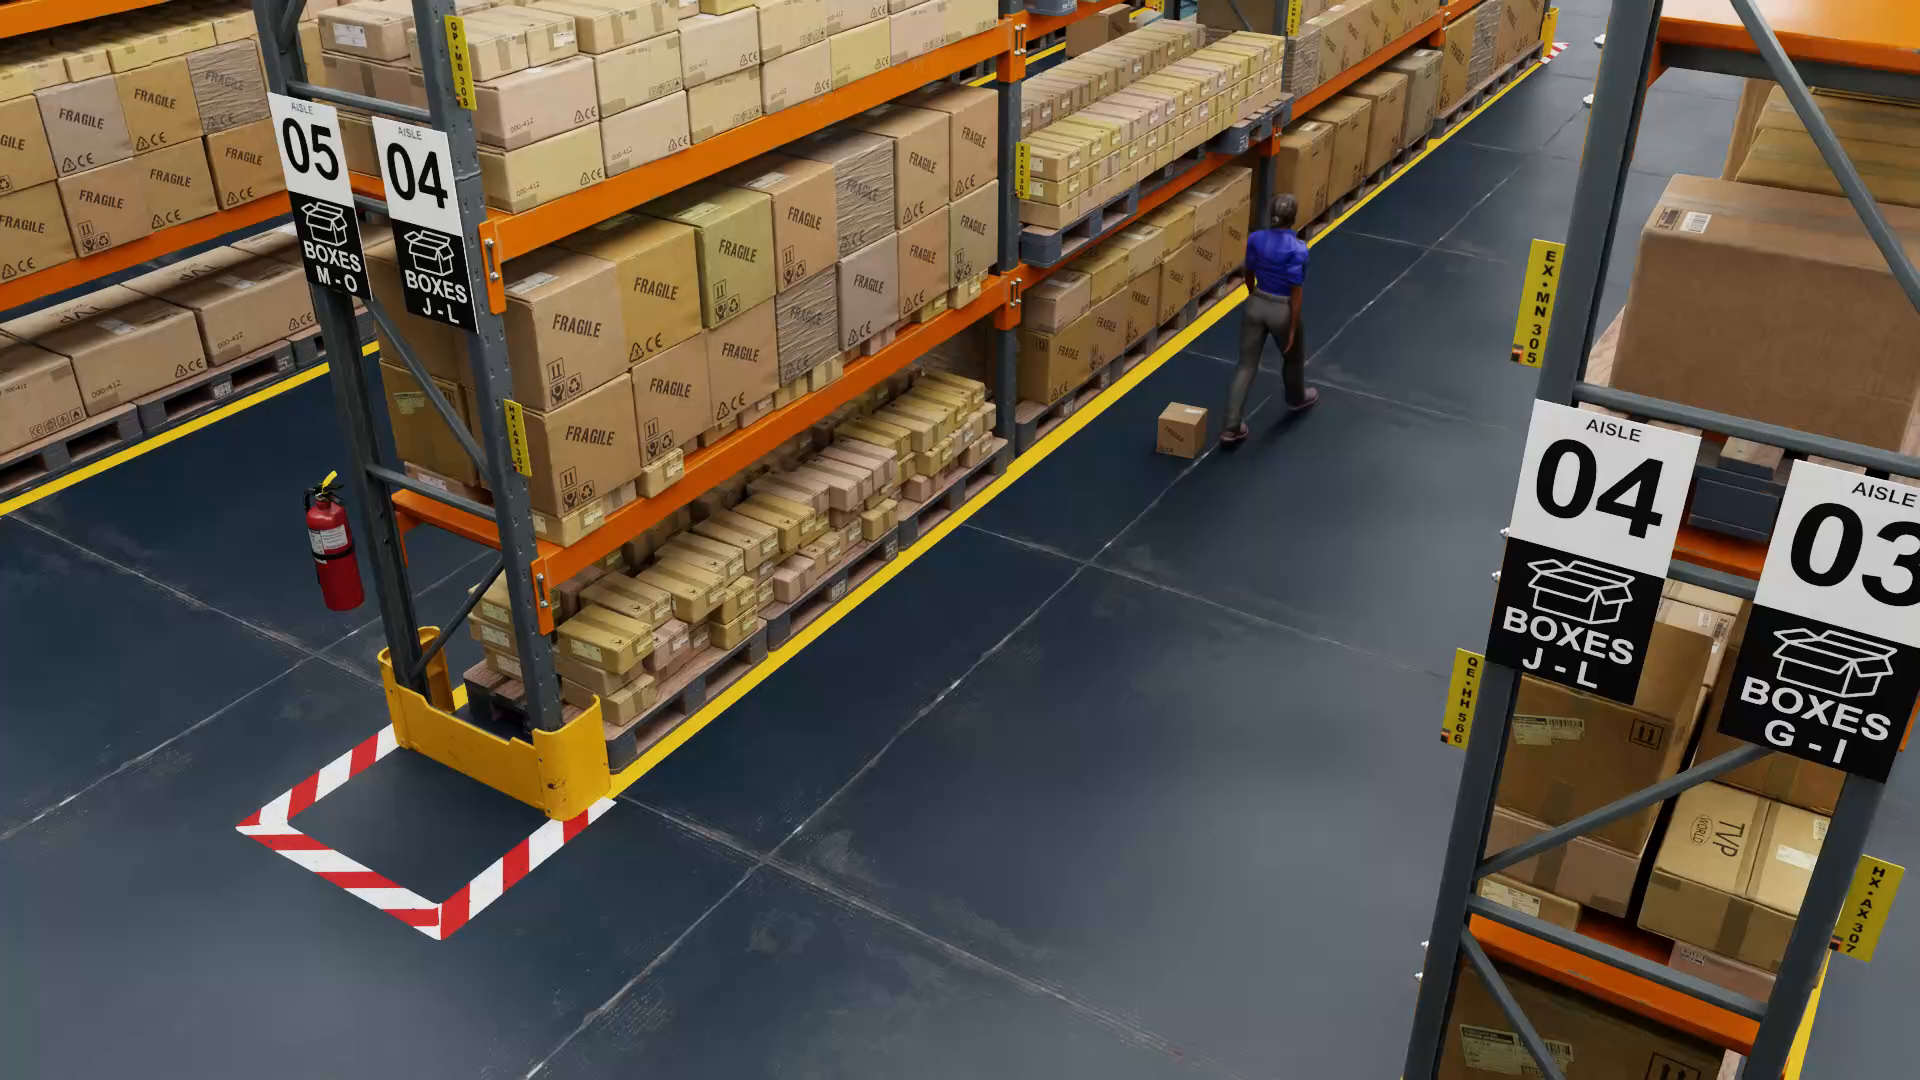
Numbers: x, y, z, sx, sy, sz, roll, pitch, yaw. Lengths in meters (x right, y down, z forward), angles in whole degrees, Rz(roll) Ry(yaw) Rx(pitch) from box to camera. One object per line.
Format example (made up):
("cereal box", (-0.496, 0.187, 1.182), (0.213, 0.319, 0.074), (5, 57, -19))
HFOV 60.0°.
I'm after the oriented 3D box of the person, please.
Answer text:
("person", (2.025, -1.484, 10.663), (0.466, 1.590, 1.008), (18, 35, 27))
